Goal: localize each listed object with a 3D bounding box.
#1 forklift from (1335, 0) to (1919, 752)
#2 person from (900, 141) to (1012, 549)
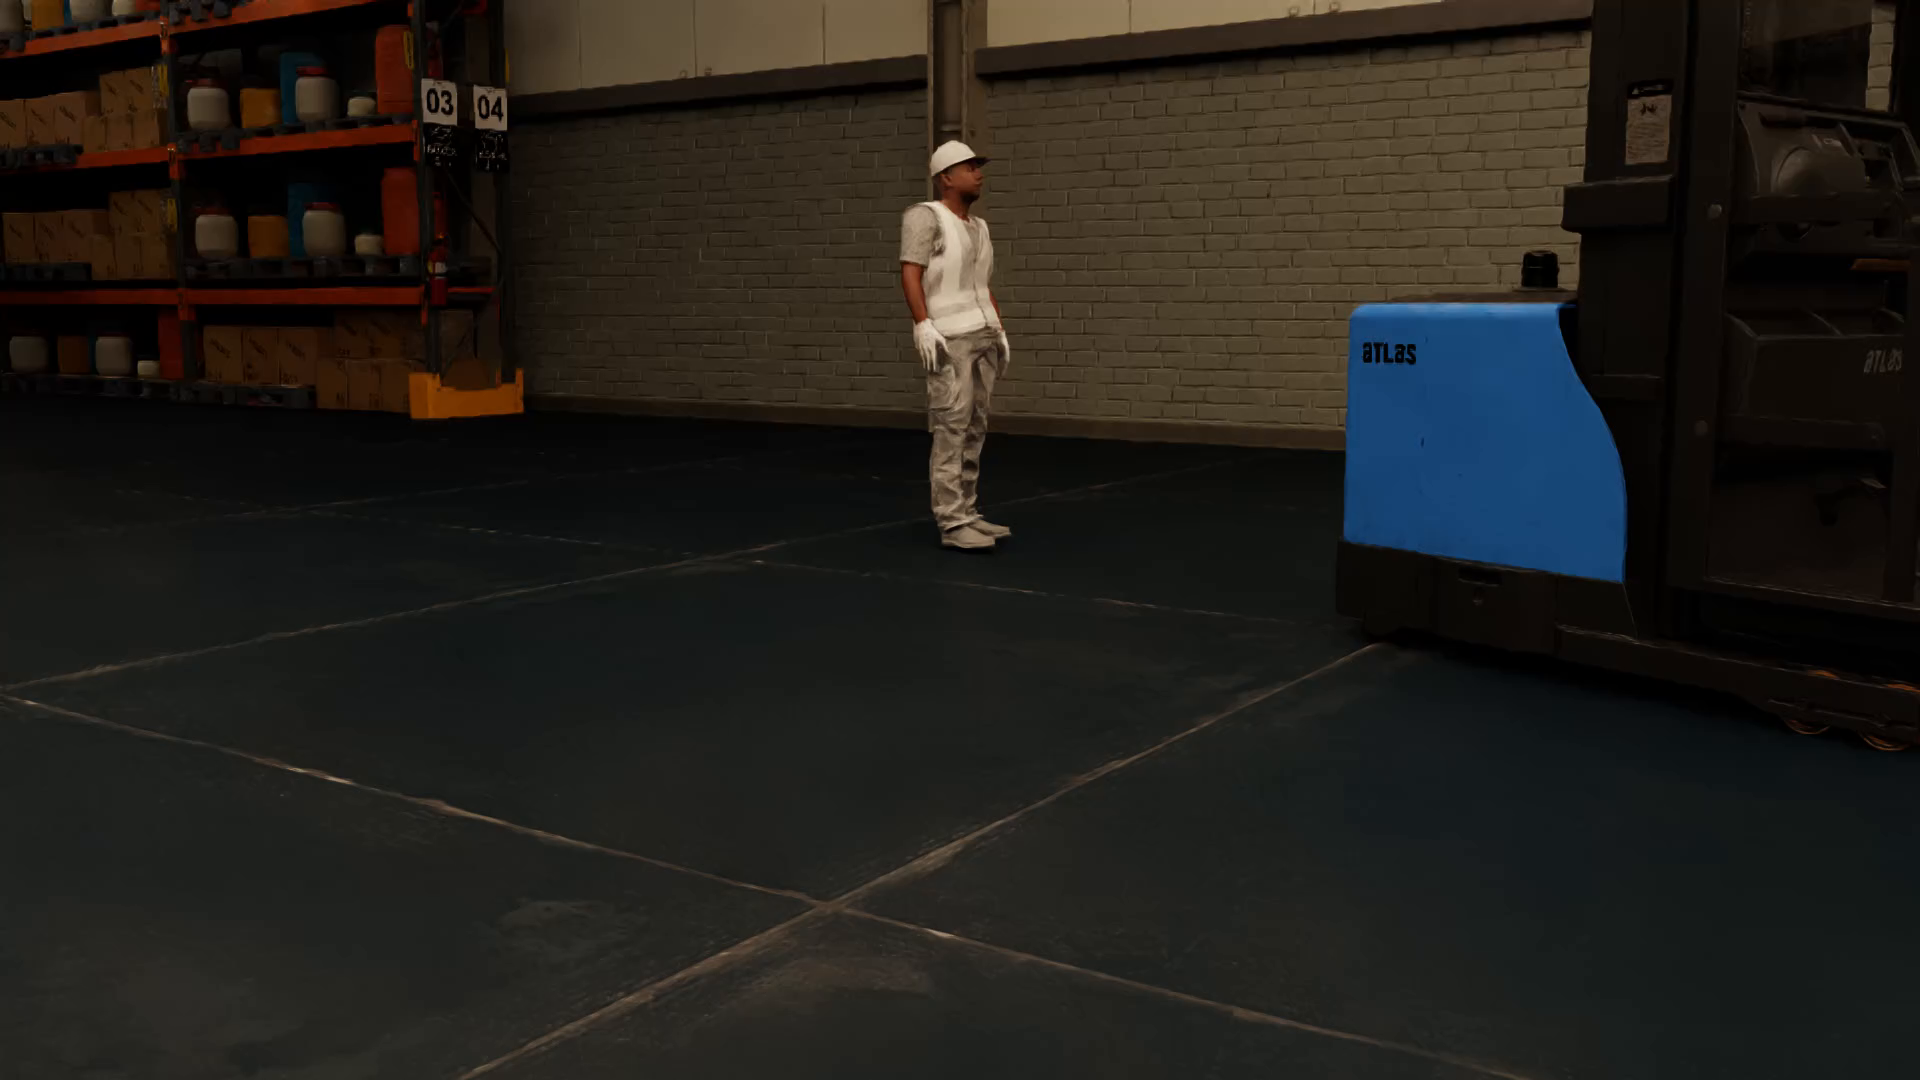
[{"bbox_3d":[2.499,-1.017,4.346,1.130,2.935,3.031,-6,10,-36],"label":"forklift"},{"bbox_3d":[0.055,-0.883,7.431,0.576,1.782,0.655,5,10,34],"label":"person"}]
